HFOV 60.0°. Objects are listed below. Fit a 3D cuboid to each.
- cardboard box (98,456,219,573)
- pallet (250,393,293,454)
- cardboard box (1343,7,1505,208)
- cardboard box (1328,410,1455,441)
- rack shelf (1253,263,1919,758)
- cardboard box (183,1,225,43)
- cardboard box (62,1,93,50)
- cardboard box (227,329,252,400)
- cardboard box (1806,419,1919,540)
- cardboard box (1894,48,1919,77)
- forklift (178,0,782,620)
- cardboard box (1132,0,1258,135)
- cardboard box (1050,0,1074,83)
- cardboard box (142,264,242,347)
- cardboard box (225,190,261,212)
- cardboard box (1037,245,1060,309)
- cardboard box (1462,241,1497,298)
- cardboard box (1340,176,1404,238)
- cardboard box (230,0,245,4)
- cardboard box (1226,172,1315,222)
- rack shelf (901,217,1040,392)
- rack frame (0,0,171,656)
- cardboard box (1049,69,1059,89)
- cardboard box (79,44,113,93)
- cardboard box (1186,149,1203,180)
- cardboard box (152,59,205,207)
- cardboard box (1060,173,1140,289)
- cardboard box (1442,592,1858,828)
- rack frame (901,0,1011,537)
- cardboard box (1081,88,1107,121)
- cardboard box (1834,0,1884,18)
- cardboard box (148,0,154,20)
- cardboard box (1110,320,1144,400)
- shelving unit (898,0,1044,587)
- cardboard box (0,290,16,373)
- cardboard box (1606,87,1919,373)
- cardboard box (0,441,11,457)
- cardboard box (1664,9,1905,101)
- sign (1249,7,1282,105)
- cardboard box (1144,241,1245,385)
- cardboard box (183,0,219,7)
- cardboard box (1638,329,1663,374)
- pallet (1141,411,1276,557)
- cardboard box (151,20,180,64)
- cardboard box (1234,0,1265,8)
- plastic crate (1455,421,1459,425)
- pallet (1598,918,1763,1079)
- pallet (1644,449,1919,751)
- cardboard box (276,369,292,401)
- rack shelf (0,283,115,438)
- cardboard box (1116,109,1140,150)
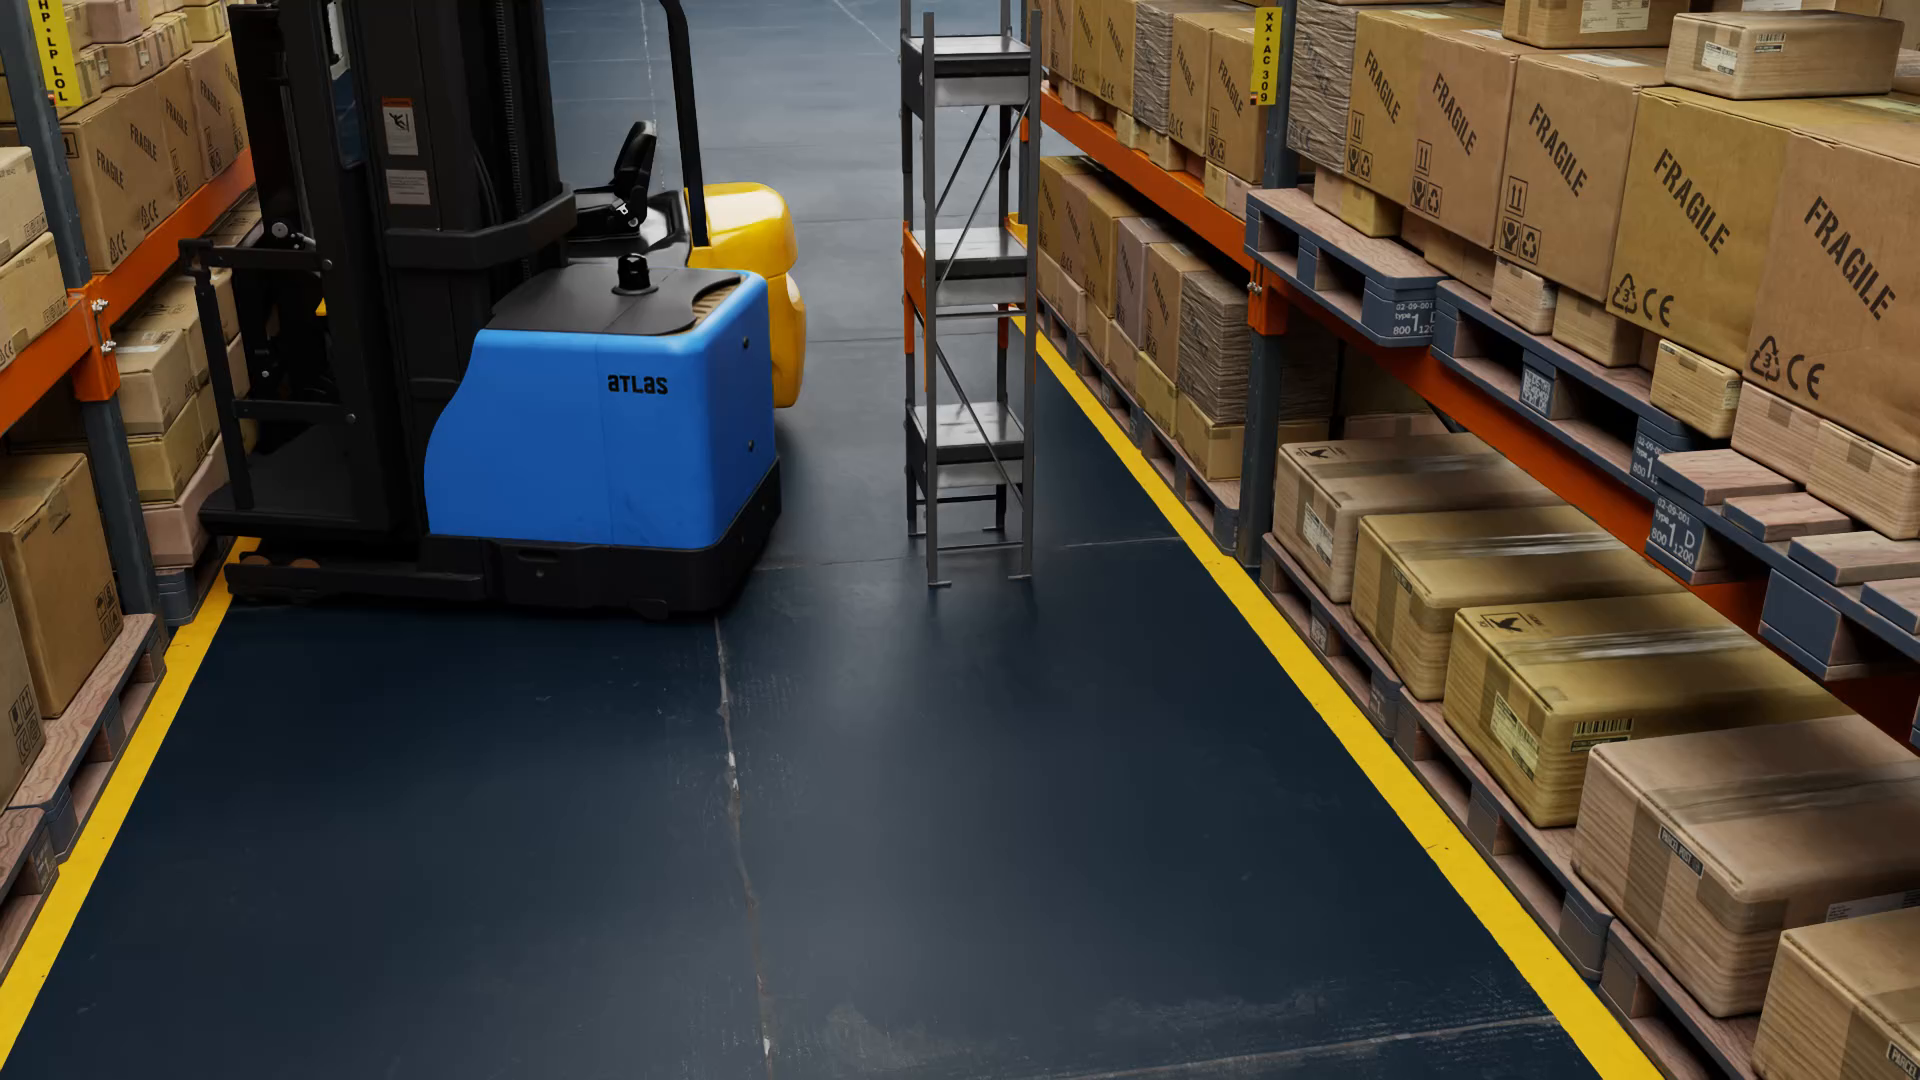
[{"bbox_3d":[-3.050,-0.095,6.130,0.500,0.250,0.500,-4,24,-9],"label":"cardboard box"},{"bbox_3d":[-3.621,-0.466,7.554,1.003,0.211,1.213,-4,24,-10],"label":"pallet"},{"bbox_3d":[1.489,-1.288,4.931,0.500,0.500,0.500,-4,24,-10],"label":"cardboard box"},{"bbox_3d":[1.747,-0.501,7.060,0.500,0.250,0.500,-5,24,-12],"label":"cardboard box"},{"bbox_3d":[1.961,-0.200,4.359,1.077,0.370,4.000,-4,24,-10],"label":"rack shelf"},{"bbox_3d":[-3.425,-2.246,7.208,0.380,0.149,0.250,-4,24,-9],"label":"cardboard box"},{"bbox_3d":[-3.247,-1.770,5.748,0.380,0.149,0.250,-5,24,-11],"label":"cardboard box"},{"bbox_3d":[-3.249,-0.719,6.934,0.500,0.250,0.500,-5,24,-10],"label":"cardboard box"},{"bbox_3d":[1.828,-0.128,3.084,0.380,0.149,0.250,-5,24,-10],"label":"cardboard box"},{"bbox_3d":[2.182,-0.922,4.092,0.500,0.500,0.500,-5,24,-12],"label":"cardboard box"},{"bbox_3d":[-2.293,-1.309,6.084,3.031,2.935,1.130,3,24,8],"label":"forklift"},{"bbox_3d":[1.062,-2.061,7.224,0.500,0.500,0.500,-4,24,-8],"label":"cardboard box"},{"bbox_3d":[0.765,-2.661,8.599,0.500,0.500,0.500,-4,24,-8],"label":"cardboard box"},{"bbox_3d":[-3.255,-0.948,6.835,0.500,0.250,0.500,-3,24,-8],"label":"cardboard box"},{"bbox_3d":[-3.534,-1.553,8.219,0.500,0.250,0.500,-4,24,-9],"label":"cardboard box"},{"bbox_3d":[0.729,-1.484,9.311,0.500,0.250,0.500,-5,24,-10],"label":"cardboard box"},{"bbox_3d":[1.598,-0.746,4.501,0.380,0.149,0.250,-4,24,-9],"label":"cardboard box"},{"bbox_3d":[1.420,-1.054,5.205,0.380,0.149,0.250,-4,24,-9],"label":"cardboard box"},{"bbox_3d":[-3.622,-2.543,7.890,0.380,0.149,0.250,-4,24,-9],"label":"cardboard box"},{"bbox_3d":[1.232,-1.305,6.304,0.380,0.149,0.250,-5,24,-10],"label":"cardboard box"},{"bbox_3d":[0.031,-0.885,6.186,0.431,0.518,0.480,-4,24,-10],"label":"rack shelf"},{"bbox_3d":[-3.286,-0.947,5.172,1.000,3.000,0.127,-4,24,-10],"label":"rack frame"},{"bbox_3d":[0.711,-2.626,9.328,0.380,0.149,0.250,-4,24,-10],"label":"cardboard box"},{"bbox_3d":[-3.212,-1.638,5.816,0.380,0.149,0.250,-4,24,-10],"label":"cardboard box"},{"bbox_3d":[1.175,-1.610,7.002,0.380,0.149,0.250,-5,24,-10],"label":"cardboard box"},{"bbox_3d":[-3.319,-1.590,6.518,0.500,0.500,0.500,-5,24,-10],"label":"cardboard box"},{"bbox_3d":[0.835,-1.613,8.670,0.500,0.500,0.500,-5,24,-12],"label":"cardboard box"},{"bbox_3d":[1.957,0.457,4.713,0.950,0.372,0.625,-4,24,-8],"label":"cardboard box"},{"bbox_3d":[-0.015,-0.993,6.400,0.400,2.100,0.015,-4,24,-10],"label":"rack frame"},{"bbox_3d":[0.823,-2.214,8.387,0.380,0.149,0.250,-4,24,-8],"label":"cardboard box"},{"bbox_3d":[5.811,-3.222,10.192,0.875,0.550,0.550,-4,24,-10],"label":"cardboard box"},{"bbox_3d":[-3.370,-2.075,6.446,0.380,0.149,0.250,-4,24,-10],"label":"cardboard box"},{"bbox_3d":[1.020,-0.870,7.906,0.500,0.250,0.500,-4,24,-9],"label":"cardboard box"},{"bbox_3d":[0.031,-0.897,6.181,0.431,2.100,0.503,-4,24,-10],"label":"shelving unit"},{"bbox_3d":[-2.838,-0.503,4.340,0.500,0.250,0.500,-4,24,-10],"label":"cardboard box"},{"bbox_3d":[1.773,-0.677,3.530,0.500,0.500,0.500,-6,24,-13],"label":"cardboard box"},{"bbox_3d":[-3.578,-0.285,5.942,0.500,0.250,0.500,-5,24,-11],"label":"cardboard box"},{"bbox_3d":[1.751,-1.037,3.546,0.380,0.149,0.250,-5,24,-12],"label":"cardboard box"},{"bbox_3d":[1.059,-1.670,5.744,0.100,0.325,0.005,-4,24,-10],"label":"sign"},{"bbox_3d":[1.122,-1.005,7.277,0.500,0.500,0.500,-4,24,-9],"label":"cardboard box"},{"bbox_3d":[-3.418,-2.380,7.145,0.380,0.149,0.250,-4,24,-9],"label":"cardboard box"},{"bbox_3d":[1.802,-0.443,3.805,0.380,0.149,0.250,-4,24,-9],"label":"cardboard box"},{"bbox_3d":[1.432,-0.300,7.173,1.003,0.211,1.213,-4,24,-10],"label":"pallet"},{"bbox_3d":[-3.295,-1.941,6.511,0.380,0.149,0.250,-5,24,-11],"label":"cardboard box"},{"bbox_3d":[1.584,-2.548,7.090,0.700,0.500,0.500,-5,24,-11],"label":"cardboard box"},{"bbox_3d":[2.107,-0.657,8.153,0.402,0.080,0.583,-13,27,-28],"label":"plastic crate"},{"bbox_3d":[2.188,1.227,3.676,1.003,0.211,1.213,-4,24,-10],"label":"pallet"},{"bbox_3d":[2.094,0.073,3.076,1.213,0.211,1.003,-4,24,-10],"label":"pallet"},{"bbox_3d":[-3.344,-0.695,7.505,0.500,0.250,0.500,-4,24,-8],"label":"cardboard box"},{"bbox_3d":[-2.916,0.169,3.514,1.077,0.370,4.000,-4,24,-10],"label":"rack shelf"},{"bbox_3d":[0.940,-1.906,7.680,0.380,0.149,0.250,-4,24,-9],"label":"cardboard box"}]
